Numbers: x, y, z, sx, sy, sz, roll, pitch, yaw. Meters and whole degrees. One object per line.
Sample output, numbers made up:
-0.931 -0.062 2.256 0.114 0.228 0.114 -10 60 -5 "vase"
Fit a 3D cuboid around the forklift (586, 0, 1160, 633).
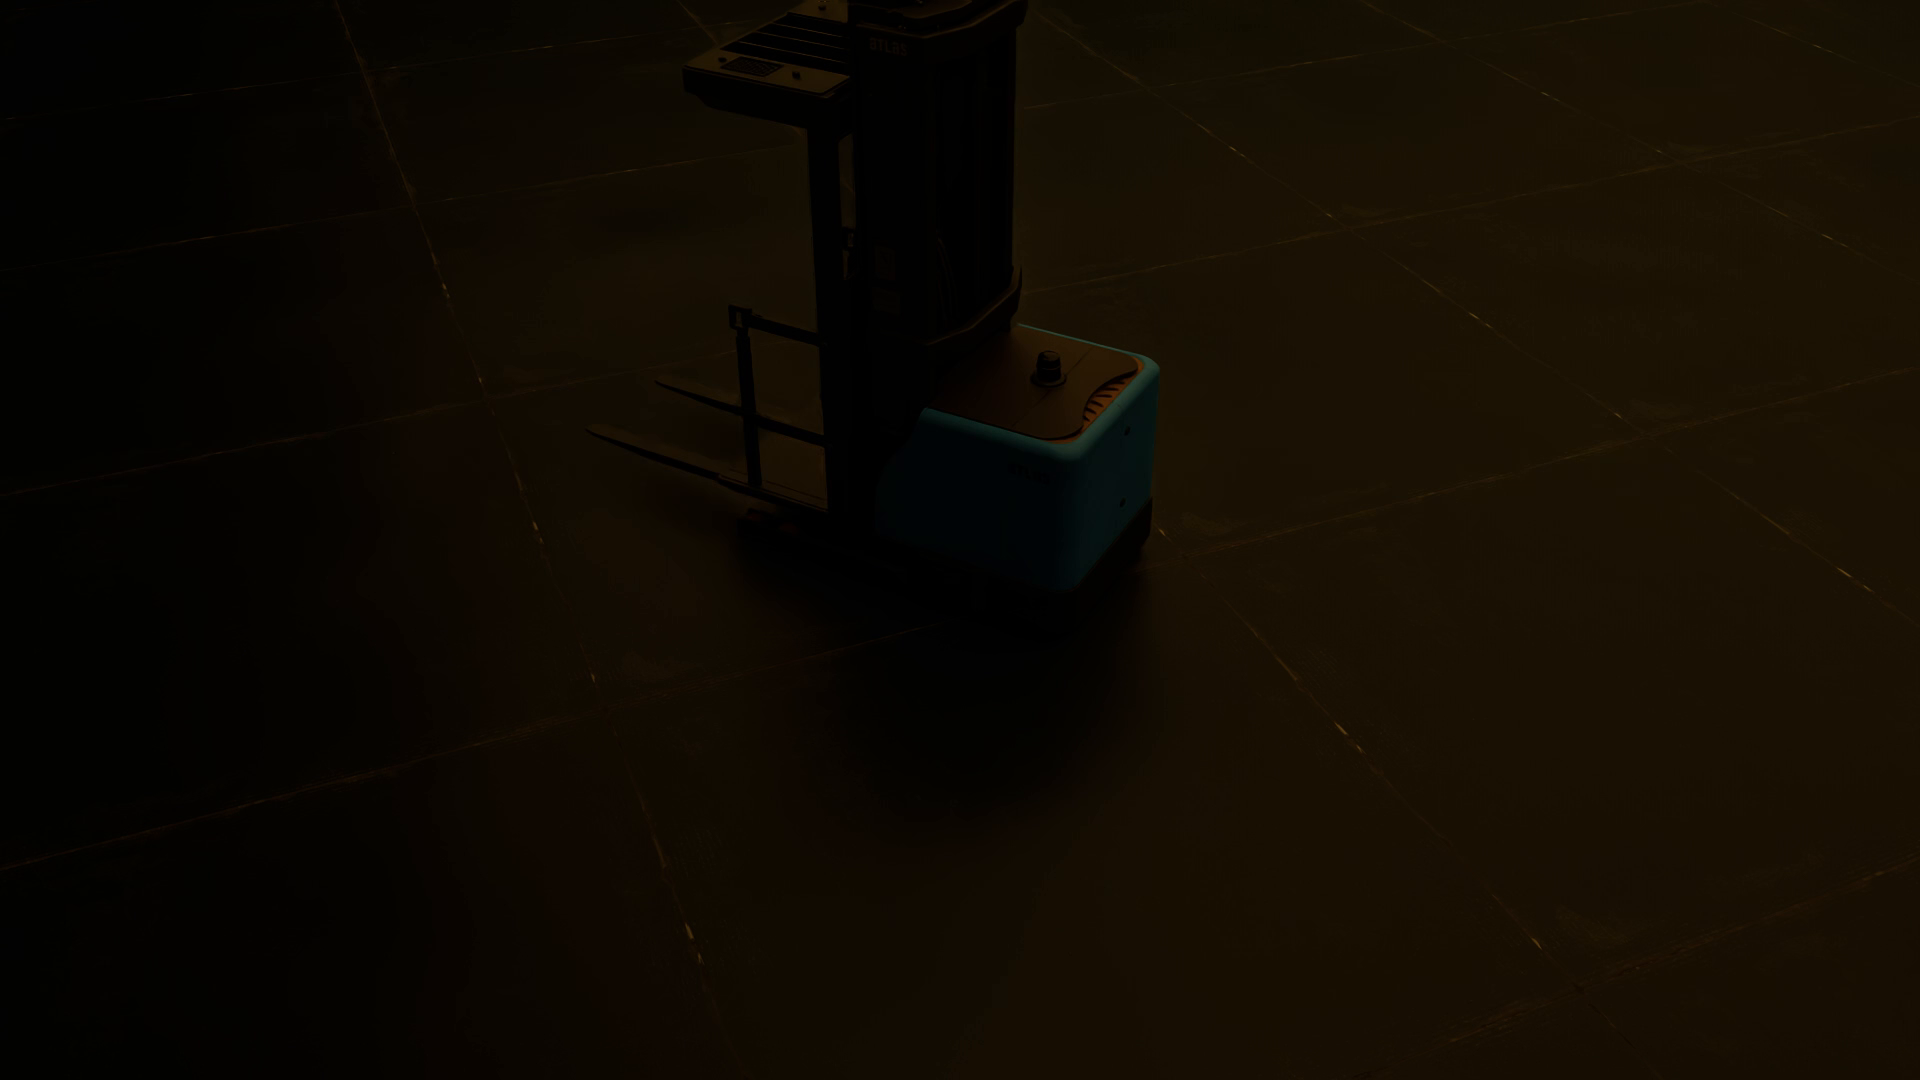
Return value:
-0.564 -1.363 8.015 3.031 2.935 1.130 18 39 23 "forklift"
